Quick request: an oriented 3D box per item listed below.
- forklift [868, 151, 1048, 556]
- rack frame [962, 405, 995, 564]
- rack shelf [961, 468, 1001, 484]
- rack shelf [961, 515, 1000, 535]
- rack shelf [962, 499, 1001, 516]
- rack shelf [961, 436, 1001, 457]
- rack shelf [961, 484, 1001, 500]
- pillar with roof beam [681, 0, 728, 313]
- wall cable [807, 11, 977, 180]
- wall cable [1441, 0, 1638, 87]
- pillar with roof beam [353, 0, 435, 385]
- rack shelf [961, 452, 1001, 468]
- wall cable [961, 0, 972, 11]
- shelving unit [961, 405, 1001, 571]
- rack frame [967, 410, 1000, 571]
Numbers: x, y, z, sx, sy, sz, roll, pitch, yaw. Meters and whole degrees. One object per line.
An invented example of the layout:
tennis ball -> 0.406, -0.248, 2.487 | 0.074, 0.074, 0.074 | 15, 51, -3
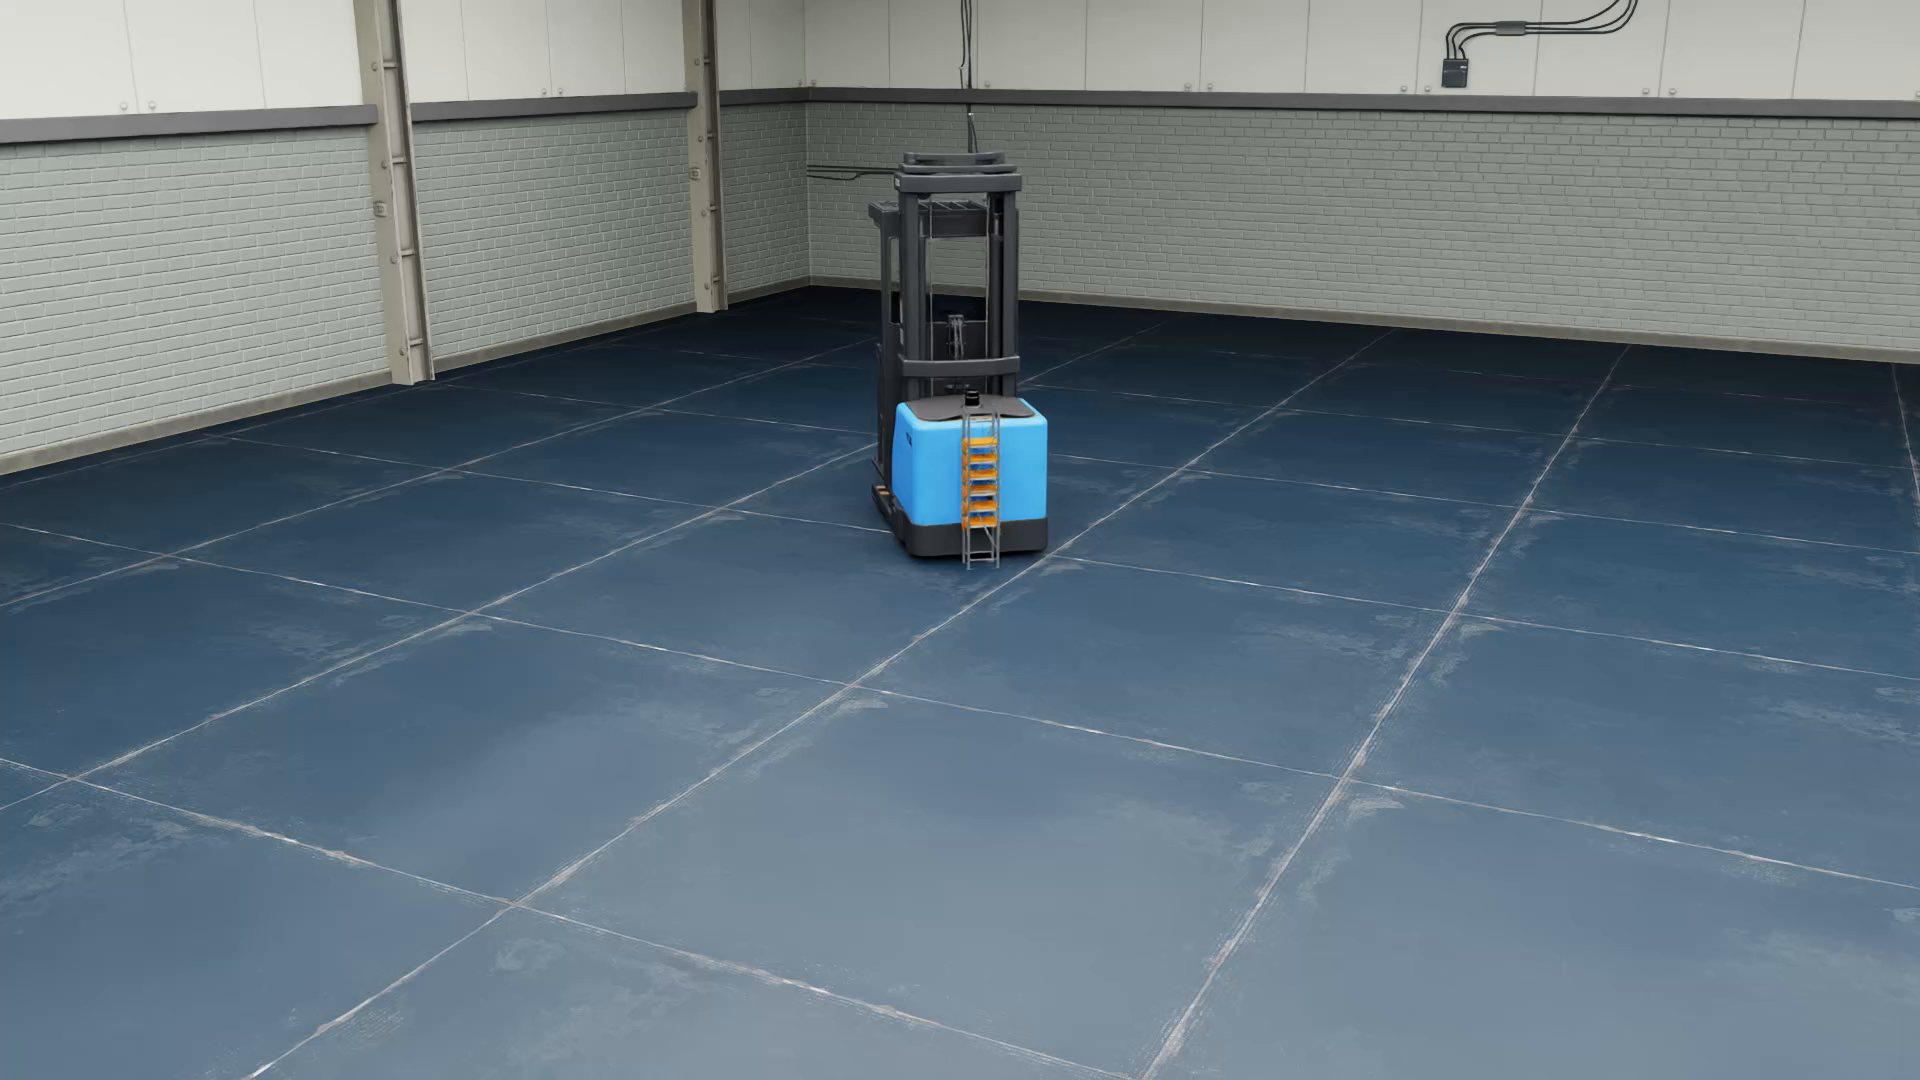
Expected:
forklift -> -0.128, -1.661, 13.467 | 1.130, 2.935, 3.031 | -3, 17, -11
rack frame -> 0.136, -0.404, 12.278 | 0.240, 1.200, 0.006 | -3, 17, -11
rack shelf -> 0.154, -0.451, 12.170 | 0.258, 0.103, 0.180 | -3, 17, -11
rack shelf -> 0.154, -0.106, 12.273 | 0.258, 0.103, 0.180 | -3, 17, -11
rack shelf -> 0.154, -0.221, 12.238 | 0.258, 0.103, 0.180 | -3, 17, -11
rack shelf -> 0.154, -0.681, 12.102 | 0.258, 0.103, 0.180 | -3, 17, -11
rack shelf -> 0.154, -0.336, 12.204 | 0.258, 0.103, 0.180 | -3, 17, -11
pillar with roof beam -> 0.215, -7.129, 21.221 | 9.100, 9.000, 0.400 | 8, 18, 25
wall cable -> -1.136, -6.770, 25.467 | 3.097, 2.526, 0.112 | 8, 18, 25
wall cable -> 7.349, -8.677, 20.461 | 2.305, 6.003, 0.169 | 8, 18, 25
pillar with roof beam -> -2.466, -5.601, 16.075 | 9.100, 9.000, 0.400 | 8, 18, 25
rack shelf -> 0.154, -0.566, 12.136 | 0.258, 0.103, 0.180 | -3, 17, -11
wall cable -> 1.284, -8.847, 23.589 | 3.097, 2.526, 0.112 | 8, 18, 25
shelving unit -> 0.154, -0.379, 12.192 | 0.258, 1.200, 0.189 | -3, 17, -11
rack frame -> 0.172, -0.353, 12.106 | 0.240, 1.200, 0.006 | -3, 17, -11
